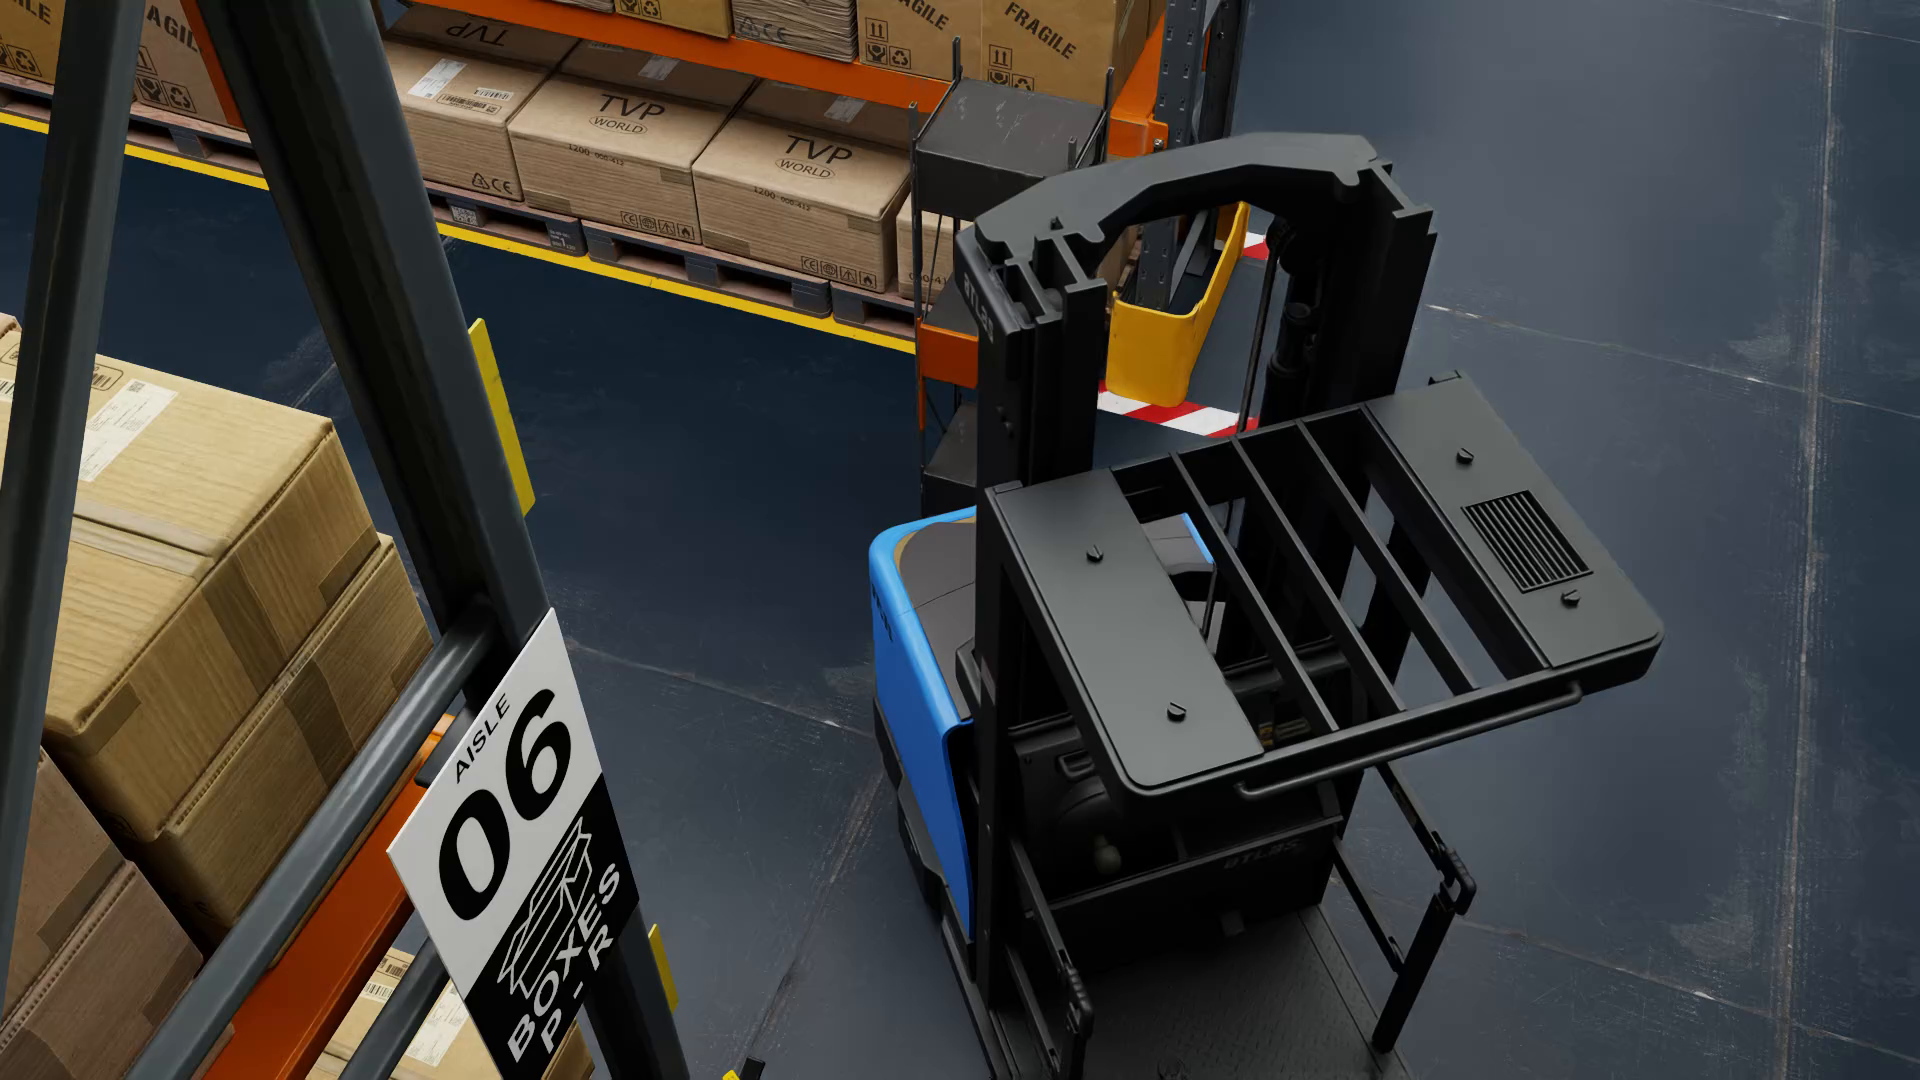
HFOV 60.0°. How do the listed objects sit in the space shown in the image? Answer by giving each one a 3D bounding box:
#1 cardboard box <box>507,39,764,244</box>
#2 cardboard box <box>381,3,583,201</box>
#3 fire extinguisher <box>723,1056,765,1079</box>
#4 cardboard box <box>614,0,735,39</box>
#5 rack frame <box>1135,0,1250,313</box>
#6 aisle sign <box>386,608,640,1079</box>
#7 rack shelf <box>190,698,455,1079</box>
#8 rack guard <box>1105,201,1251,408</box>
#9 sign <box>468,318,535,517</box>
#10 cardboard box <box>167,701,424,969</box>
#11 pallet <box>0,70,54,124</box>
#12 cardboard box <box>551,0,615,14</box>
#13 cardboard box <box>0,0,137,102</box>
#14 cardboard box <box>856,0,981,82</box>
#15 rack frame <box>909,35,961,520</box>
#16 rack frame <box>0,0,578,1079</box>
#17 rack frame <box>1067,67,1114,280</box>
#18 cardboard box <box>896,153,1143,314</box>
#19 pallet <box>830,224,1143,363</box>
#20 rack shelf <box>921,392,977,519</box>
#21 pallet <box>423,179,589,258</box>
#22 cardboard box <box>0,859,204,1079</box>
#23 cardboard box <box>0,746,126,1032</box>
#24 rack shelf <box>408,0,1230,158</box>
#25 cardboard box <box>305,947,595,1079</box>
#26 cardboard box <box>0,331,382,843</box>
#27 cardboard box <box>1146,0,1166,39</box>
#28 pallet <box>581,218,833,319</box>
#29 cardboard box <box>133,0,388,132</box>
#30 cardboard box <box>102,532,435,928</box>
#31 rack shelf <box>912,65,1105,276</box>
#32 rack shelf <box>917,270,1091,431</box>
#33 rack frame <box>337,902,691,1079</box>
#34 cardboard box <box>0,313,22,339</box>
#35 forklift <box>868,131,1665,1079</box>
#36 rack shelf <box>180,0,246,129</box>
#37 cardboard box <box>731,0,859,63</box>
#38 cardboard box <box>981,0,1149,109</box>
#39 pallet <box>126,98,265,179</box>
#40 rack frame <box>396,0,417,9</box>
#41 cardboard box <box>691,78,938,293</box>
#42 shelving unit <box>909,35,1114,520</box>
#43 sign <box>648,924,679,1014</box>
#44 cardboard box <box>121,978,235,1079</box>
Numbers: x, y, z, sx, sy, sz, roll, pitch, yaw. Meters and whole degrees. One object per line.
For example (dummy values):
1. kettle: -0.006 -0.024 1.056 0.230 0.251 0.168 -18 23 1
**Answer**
1. cardboard box: -1.420 -1.861 7.562 0.875 0.438 0.875 14 51 12
2. cardboard box: -2.260 -2.095 7.765 0.875 0.438 0.875 15 51 13
3. fire extinguisher: -0.478 1.388 3.626 0.183 0.674 0.296 16 51 13
4. cardboard box: -1.044 -2.357 6.508 0.500 0.500 0.500 17 51 14
5. rack frame: 0.941 -1.990 6.256 0.127 3.000 1.000 16 51 13
6. aisle sign: -0.610 0.488 2.388 0.004 0.787 0.394 16 51 13
7. rack shelf: -2.652 0.259 2.798 4.000 0.370 1.077 16 51 13
8. rack guard: 0.963 -1.165 7.195 0.348 0.500 1.175 16 51 13
9. sign: -0.588 -0.124 2.075 0.005 0.325 0.100 16 51 13
10. cardboard box: -0.994 0.381 2.382 0.250 0.149 0.380 17 51 14
11. pallet: -4.710 -2.591 8.622 1.213 0.211 1.003 16 51 13
12. cardboard box: -1.527 -2.492 6.625 0.500 0.500 0.500 16 51 13
13. cardboard box: -4.271 -2.816 8.100 0.875 0.875 0.875 17 51 14
14. cardboard box: -0.069 -2.104 6.288 0.500 0.500 0.500 15 51 12
15. rack frame: -0.074 -0.708 5.740 0.015 2.100 0.400 16 51 13
16. rack frame: -0.776 -0.435 0.938 0.127 3.000 1.000 16 51 13
17. rack frame: 0.384 -0.580 5.630 0.015 2.100 0.400 16 51 13
18. cardboard box: 0.287 -1.390 7.154 0.875 0.438 0.875 14 51 12
19. pallet: 0.164 -1.231 7.443 1.213 0.211 1.003 16 51 13
20. rack shelf: 0.155 -0.177 6.224 0.480 0.518 0.431 16 51 13
21. pallet: -2.125 -1.870 7.997 1.213 0.211 1.003 16 51 13
22. cardboard box: -1.287 0.575 1.950 0.500 0.250 0.500 15 51 12
23. cardboard box: -1.289 0.416 1.757 0.500 0.250 0.500 14 51 12
24. rack shelf: -0.935 -2.278 6.982 4.000 0.370 1.077 16 51 13
25. cardboard box: -1.108 1.171 3.418 0.500 0.250 0.500 16 51 13
26. cardboard box: -1.105 0.041 2.082 0.500 0.250 0.500 15 51 13
27. cardboard box: 0.590 -2.352 6.503 0.500 0.500 0.500 15 51 13
28. pallet: -0.977 -1.551 7.721 1.213 0.211 1.003 16 51 13
29. cardboard box: -3.421 -2.585 7.899 0.875 0.875 0.875 17 51 14
30. cardboard box: -1.097 0.189 2.285 0.500 0.250 0.500 15 51 13
31. rack shelf: 0.155 -1.094 5.166 0.480 0.518 0.431 16 51 13
32. rack shelf: 0.155 -0.635 5.695 0.480 0.518 0.431 16 51 13
33. rack frame: -0.776 1.529 3.205 0.127 3.000 1.000 16 51 13
34. cardboard box: -1.576 -0.106 2.209 0.500 0.250 0.500 15 51 13
35. forklift: 0.659 0.657 4.007 1.130 2.935 3.031 -14 51 -12
36. rack shelf: -2.652 -0.722 1.665 4.000 0.370 1.077 16 51 13
37. cardboard box: -0.555 -2.231 6.399 0.500 0.500 0.500 17 51 14
38. cardboard box: 0.397 -1.962 6.165 0.500 0.500 0.500 16 51 13
39. pallet: -3.561 -2.273 8.346 1.213 0.211 1.003 16 51 13
40. rack frame: -2.811 -3.038 7.164 0.127 3.000 1.000 16 51 13
41. cardboard box: -0.574 -1.624 7.356 0.875 0.438 0.875 17 51 14
42. shelving unit: 0.155 -0.644 5.685 0.503 2.100 0.431 16 51 13
43. sign: -0.588 0.861 3.212 0.005 0.325 0.100 16 51 13
44. cardboard box: -1.156 0.709 2.097 0.250 0.149 0.380 17 51 14
